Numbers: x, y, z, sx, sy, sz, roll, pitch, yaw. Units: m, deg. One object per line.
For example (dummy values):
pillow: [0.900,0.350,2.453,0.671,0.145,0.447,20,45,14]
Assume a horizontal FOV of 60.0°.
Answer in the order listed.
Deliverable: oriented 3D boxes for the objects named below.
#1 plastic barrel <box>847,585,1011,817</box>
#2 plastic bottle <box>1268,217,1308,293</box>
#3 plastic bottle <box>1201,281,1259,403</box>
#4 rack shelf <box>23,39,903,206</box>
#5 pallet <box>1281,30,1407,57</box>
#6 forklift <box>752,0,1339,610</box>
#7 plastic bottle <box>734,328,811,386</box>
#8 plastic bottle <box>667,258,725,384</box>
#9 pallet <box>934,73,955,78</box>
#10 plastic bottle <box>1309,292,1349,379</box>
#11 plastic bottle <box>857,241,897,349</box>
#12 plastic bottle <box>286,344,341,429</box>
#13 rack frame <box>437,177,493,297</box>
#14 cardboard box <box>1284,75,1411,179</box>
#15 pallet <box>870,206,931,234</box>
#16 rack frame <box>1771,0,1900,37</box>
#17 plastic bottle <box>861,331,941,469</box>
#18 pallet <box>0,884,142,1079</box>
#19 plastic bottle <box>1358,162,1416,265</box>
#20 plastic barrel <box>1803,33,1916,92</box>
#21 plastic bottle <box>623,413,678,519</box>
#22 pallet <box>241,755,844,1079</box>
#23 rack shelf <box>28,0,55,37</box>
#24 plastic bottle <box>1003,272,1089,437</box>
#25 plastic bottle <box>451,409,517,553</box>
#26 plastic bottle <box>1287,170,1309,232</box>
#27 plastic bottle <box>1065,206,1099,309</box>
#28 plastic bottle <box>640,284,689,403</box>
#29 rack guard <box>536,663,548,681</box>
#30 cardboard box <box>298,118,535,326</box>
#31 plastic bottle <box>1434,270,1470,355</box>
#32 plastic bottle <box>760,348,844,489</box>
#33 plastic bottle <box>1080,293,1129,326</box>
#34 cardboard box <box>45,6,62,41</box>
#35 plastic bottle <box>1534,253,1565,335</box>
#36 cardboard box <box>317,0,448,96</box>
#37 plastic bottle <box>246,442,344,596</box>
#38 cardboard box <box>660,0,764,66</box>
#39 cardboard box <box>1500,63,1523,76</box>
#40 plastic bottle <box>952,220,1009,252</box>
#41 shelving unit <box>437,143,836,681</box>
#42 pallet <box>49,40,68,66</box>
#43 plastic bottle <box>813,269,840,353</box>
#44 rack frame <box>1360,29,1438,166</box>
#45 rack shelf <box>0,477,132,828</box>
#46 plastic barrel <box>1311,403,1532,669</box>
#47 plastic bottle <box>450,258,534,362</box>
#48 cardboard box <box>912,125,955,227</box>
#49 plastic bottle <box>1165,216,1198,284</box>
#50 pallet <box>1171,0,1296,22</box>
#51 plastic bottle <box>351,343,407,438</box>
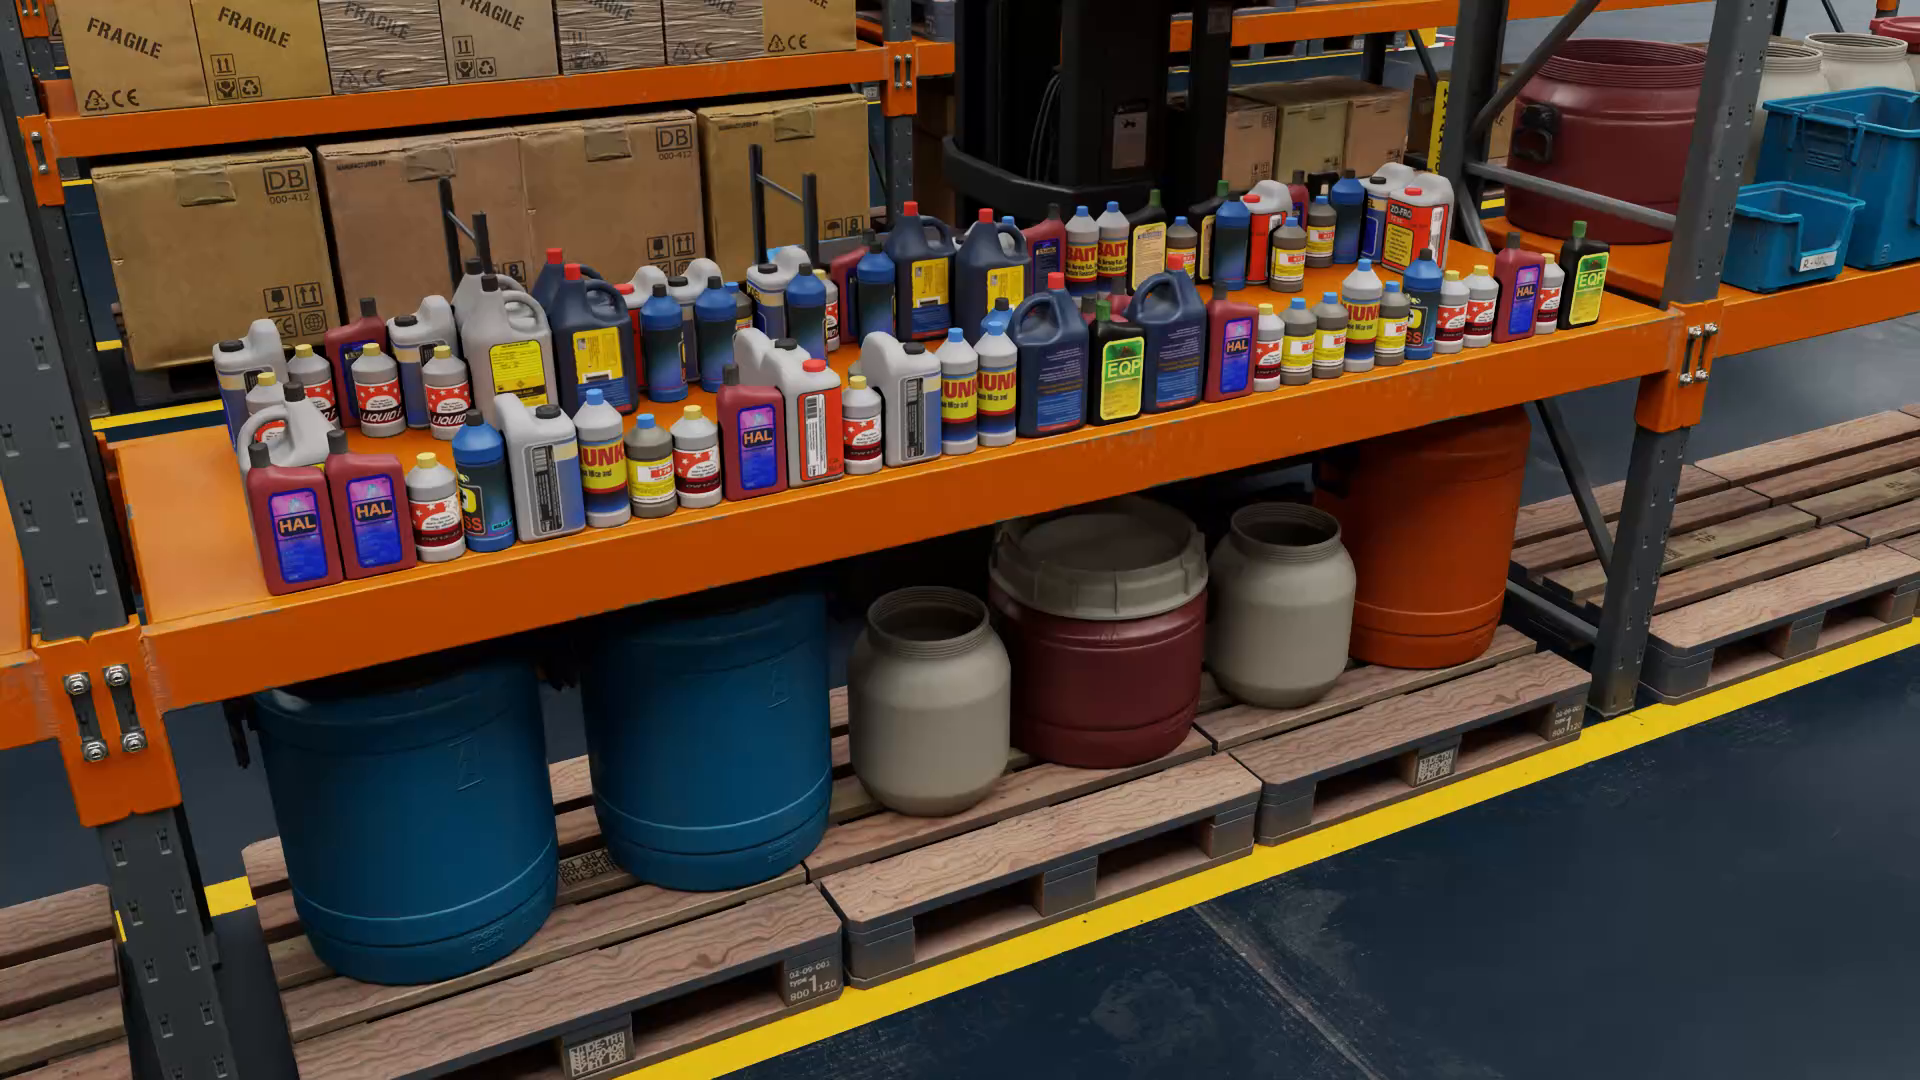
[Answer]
plastic barrel: [-0.081,0.416,4.307,0.421,0.512,0.421,0,26,0]
plastic bottle: [0.929,-0.809,4.699,0.097,0.201,0.097,0,26,0]
plastic bottle: [0.631,-0.471,3.900,0.133,0.283,0.061,-13,29,-25]
rack shelf: [-2.300,-2.162,8.118,4.000,0.370,1.077,-13,29,-25]
pallet: [3.610,-4.988,16.394,1.213,0.211,1.003,-13,29,-25]
forklift: [0.794,-1.502,5.993,3.031,2.935,1.130,-13,28,-25]
plastic bottle: [-0.401,-0.326,3.608,0.135,0.276,0.152,-13,29,-25]
plastic bottle: [-0.652,-0.539,4.051,0.135,0.276,0.152,-13,29,-25]
pallet: [0.104,-4.180,14.712,1.213,0.211,1.003,-13,29,-25]
plastic bottle: [0.896,-0.504,4.064,0.097,0.201,0.097,0,26,0]
plastic bottle: [-0.212,-0.622,4.229,0.097,0.271,0.097,0,26,0]
plastic bottle: [-1.449,-0.335,3.712,0.097,0.201,0.097,0,26,0]
rack frame: [-1.473,-0.340,5.226,0.032,1.500,0.500,-13,28,-25]
cardboard box: [2.442,-2.662,10.709,0.500,0.500,0.700,-15,30,-29]
pallet: [0.155,-1.795,9.744,1.213,0.211,1.003,-13,29,-25]
rack frame: [6.524,-4.522,12.204,0.127,3.000,1.000,-13,29,-25]
plastic bottle: [-0.125,-0.316,3.585,0.135,0.276,0.152,-13,29,-25]
pallet: [-2.364,1.235,3.434,1.213,0.211,1.003,-13,29,-25]
plastic bottle: [1.262,-0.981,4.971,0.135,0.276,0.152,-13,29,-25]
plastic barrel: [2.974,-1.429,5.631,0.421,0.512,0.421,0,26,0]
plastic bottle: [-0.622,-0.154,3.334,0.097,0.201,0.097,0,26,0]
pallet: [-1.033,0.929,4.071,1.213,0.211,1.003,-13,29,-25]
rack shelf: [-4.545,-4.076,12.106,4.000,0.370,1.077,-13,29,-25]
plastic bottle: [0.190,-0.420,3.716,0.185,0.351,0.144,-13,29,-25]
plastic bottle: [-0.913,-0.118,3.179,0.097,0.271,0.097,0,26,0]
plastic bottle: [0.950,-0.935,4.866,0.133,0.283,0.061,-13,29,-25]
plastic bottle: [0.331,-0.777,4.552,0.097,0.271,0.097,0,26,0]
plastic bottle: [-0.696,-0.466,3.903,0.097,0.271,0.097,0,26,0]
rack guard: [-1.472,0.223,5.497,0.087,0.250,0.587,-13,28,-25]
cardboard box: [-2.721,-1.630,8.150,0.875,0.875,1.225,-14,29,-27]
plastic bottle: [1.239,-0.583,4.229,0.097,0.201,0.097,0,26,0]
plastic bottle: [-0.329,-0.268,3.487,0.135,0.276,0.152,-13,29,-25]
plastic bottle: [0.321,-0.429,3.813,0.133,0.283,0.061,-13,29,-25]
cardboard box: [-8.218,-5.251,15.692,0.875,0.875,0.875,-12,28,-24]
plastic bottle: [1.529,-0.650,4.368,0.097,0.201,0.097,0,26,0]
cardboard box: [-2.656,-2.326,7.514,0.500,0.500,0.500,-14,29,-26]
plastic bottle: [-1.210,-0.046,3.015,0.133,0.283,0.061,-13,29,-25]
cardboard box: [-1.297,-2.644,8.175,0.500,0.500,0.500,-13,29,-26]
cardboard box: [3.868,-2.956,11.344,0.500,0.500,0.500,-4,26,-9]
plastic bottle: [0.038,-0.699,4.383,0.135,0.276,0.152,-13,29,-25]
shelving unit: [-1.031,-0.441,5.436,1.083,1.500,0.587,-13,28,-25]
pallet: [-8.082,-4.792,15.987,1.213,0.211,1.003,-13,29,-25]
plastic bottle: [-0.358,-0.587,4.236,0.097,0.201,0.097,0,26,0]
rack frame: [2.994,-3.708,10.507,0.127,3.000,1.000,-13,29,-25]
rack shelf: [-3.499,0.545,2.481,4.000,0.370,1.077,-13,29,-25]
plastic barrel: [1.372,-0.106,5.028,0.708,0.830,0.600,-13,29,-25]
plastic bottle: [-1.077,-0.477,3.835,0.185,0.351,0.144,-13,29,-25]
cardboard box: [0.047,-2.109,9.556,0.500,0.500,0.700,-15,29,-28]
plastic bottle: [0.620,-0.813,4.707,0.097,0.201,0.097,0,26,0]
pallet: [1.192,-3.225,9.724,1.213,0.211,1.003,-13,29,-25]
plastic bottle: [-1.302,-0.339,3.720,0.097,0.201,0.097,0,26,0]
